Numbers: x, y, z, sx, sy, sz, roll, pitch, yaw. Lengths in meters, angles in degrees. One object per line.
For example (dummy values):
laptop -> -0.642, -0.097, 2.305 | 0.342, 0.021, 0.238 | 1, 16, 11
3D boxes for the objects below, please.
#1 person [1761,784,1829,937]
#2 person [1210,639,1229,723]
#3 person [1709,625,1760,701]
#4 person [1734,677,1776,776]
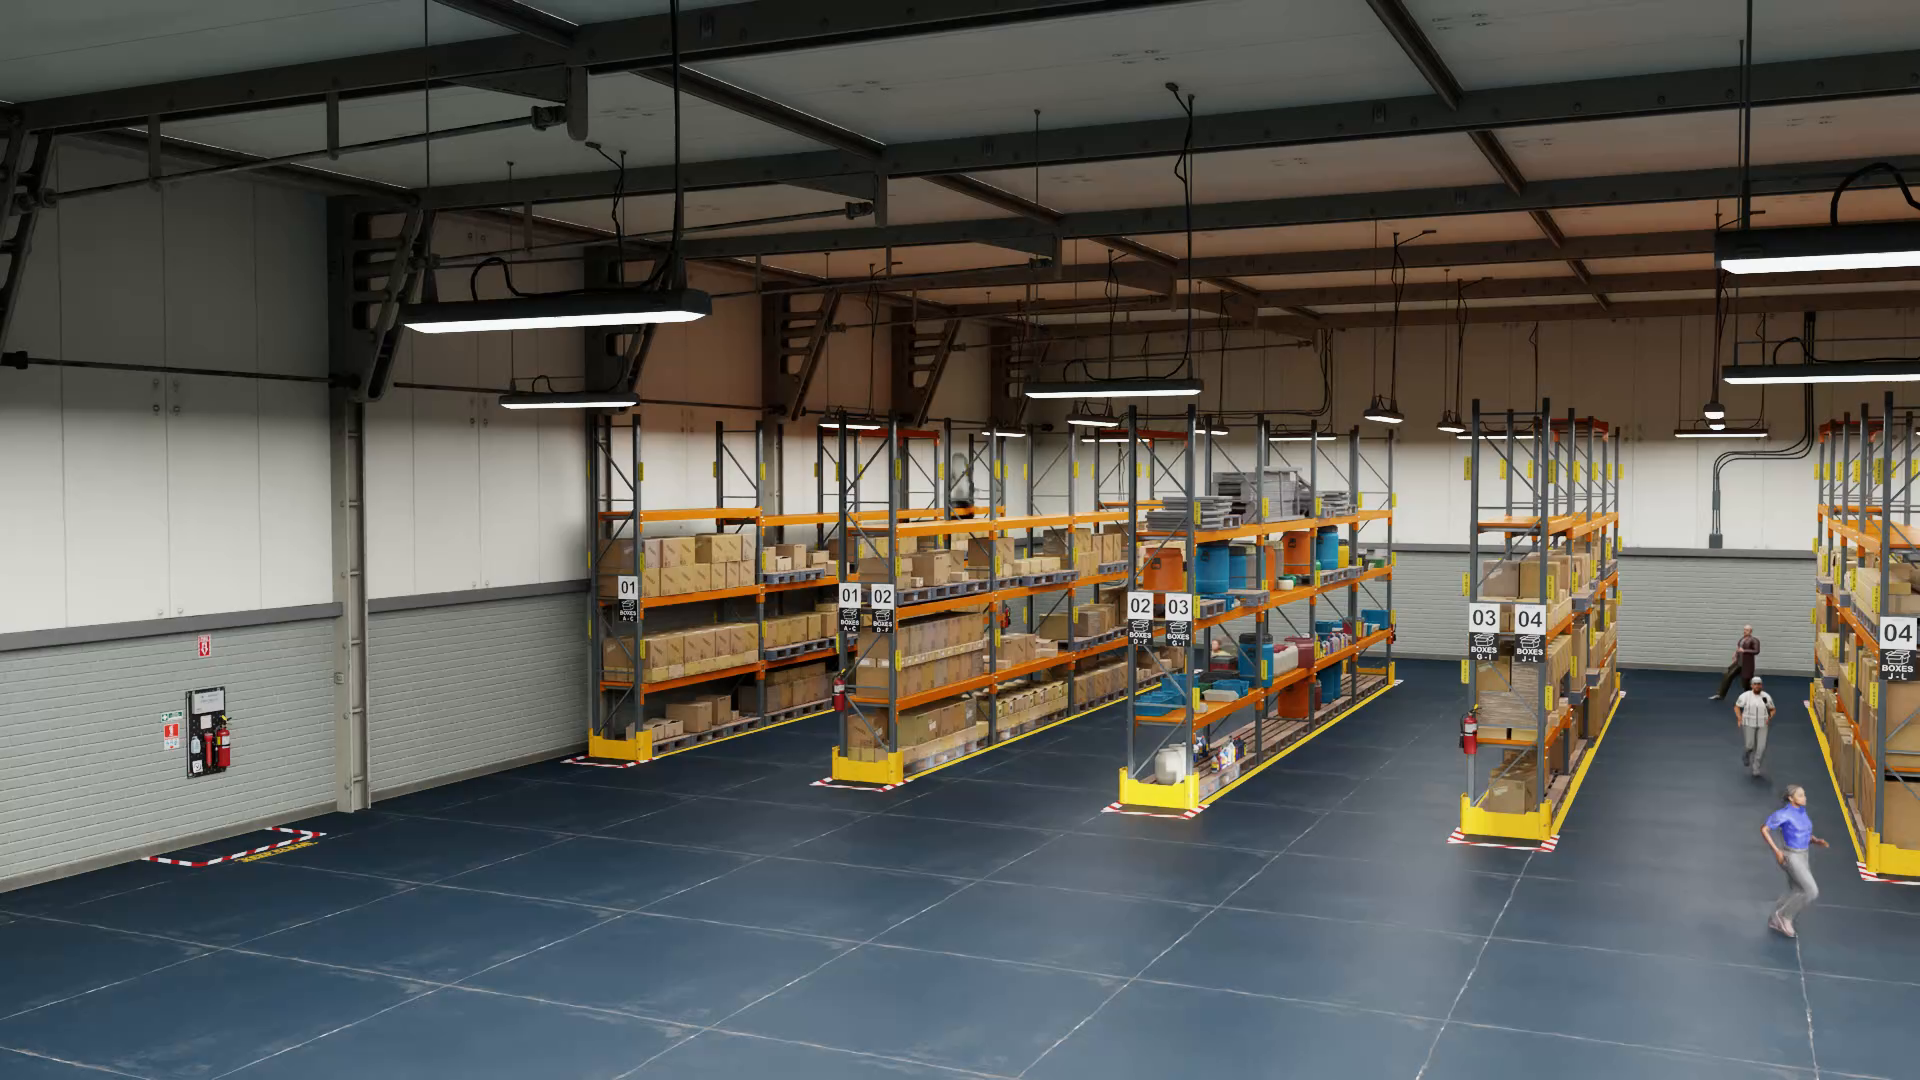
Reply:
person -> 8.979, 3.440, 17.822 | 0.550, 1.626, 0.638 | -2, 3, -38
person -> 5.212, 2.805, 33.364 | 0.577, 1.675, 0.784 | 1, 3, 29
person -> 16.879, 2.670, 35.899 | 1.150, 1.648, 0.753 | -1, 3, -23
person -> 13.135, 3.066, 27.449 | 0.621, 1.617, 0.554 | 1, 2, 18
